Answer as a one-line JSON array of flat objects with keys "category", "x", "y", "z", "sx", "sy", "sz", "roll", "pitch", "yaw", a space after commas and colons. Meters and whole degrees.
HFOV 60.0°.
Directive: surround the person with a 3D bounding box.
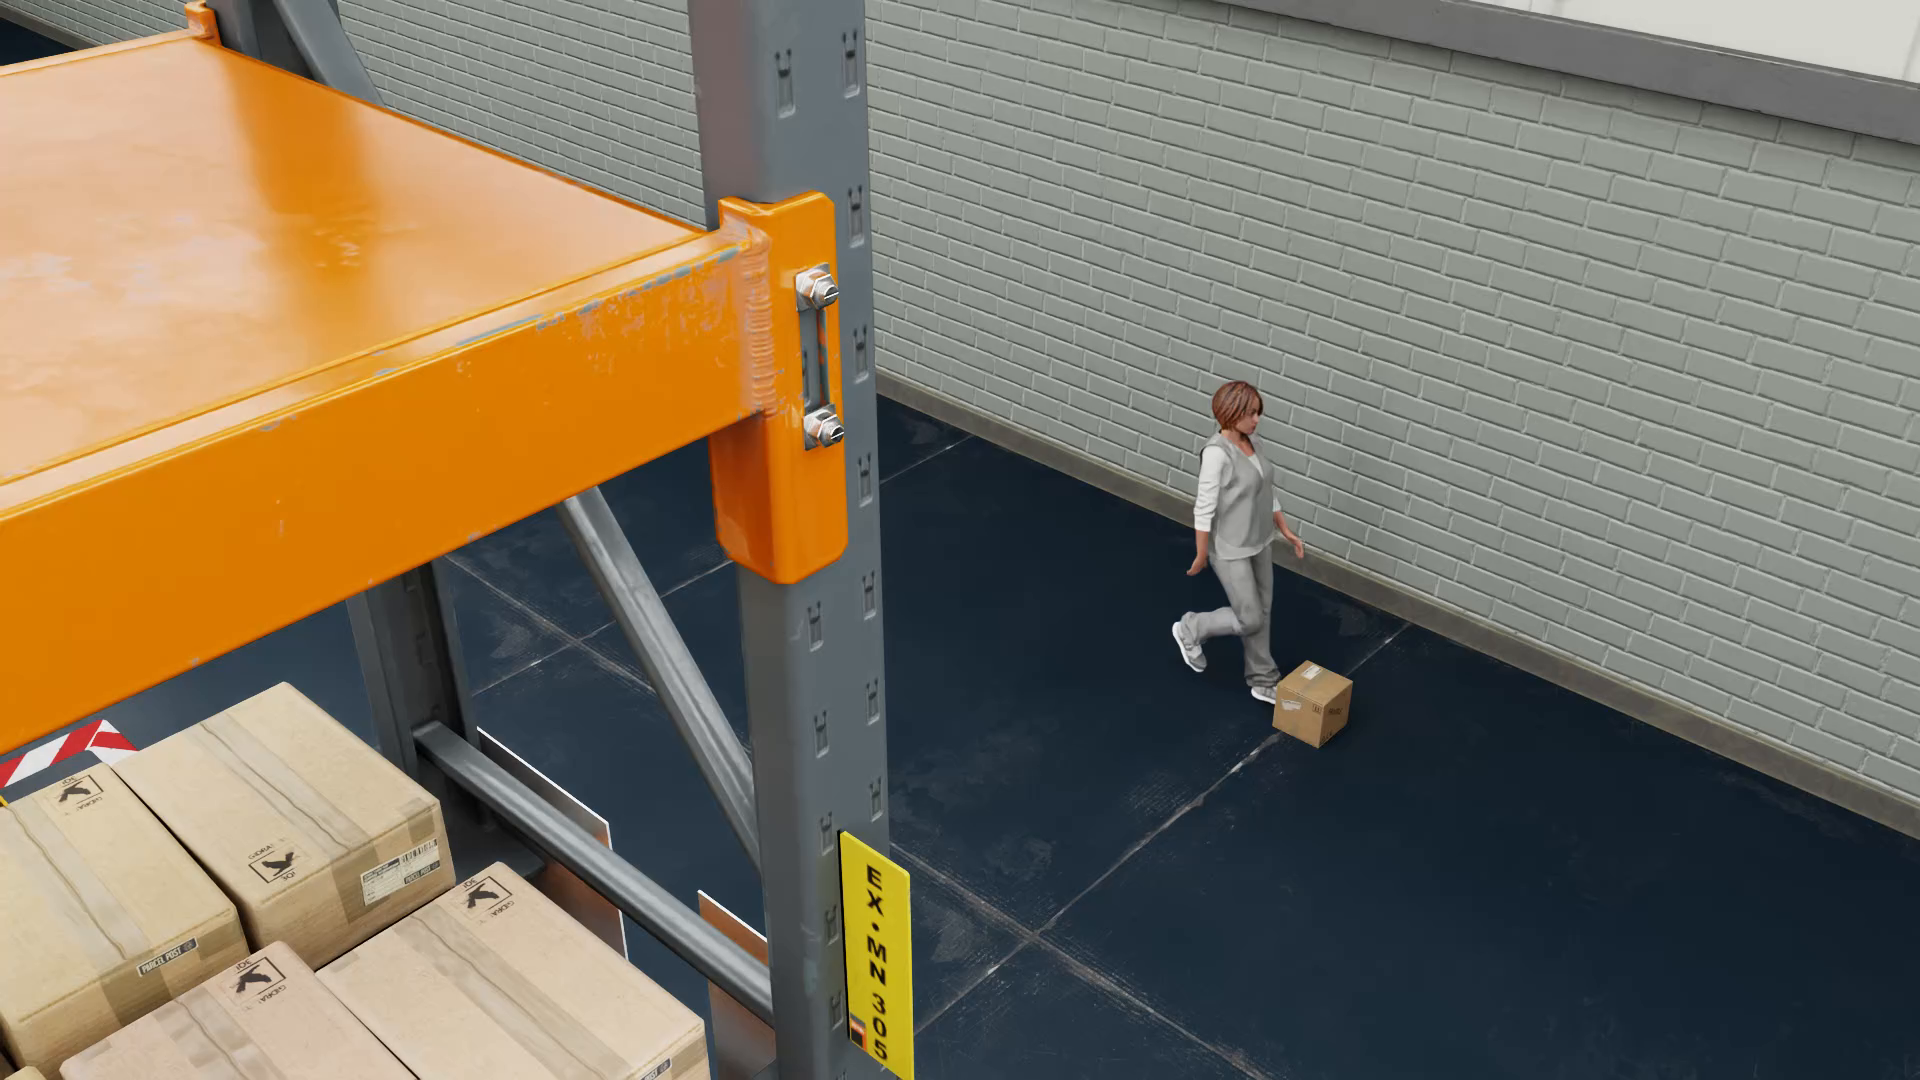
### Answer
[{"category": "person", "x": 1.332, "y": 0.052, "z": 7.573, "sx": 0.682, "sy": 1.557, "sz": 0.458, "roll": 22, "pitch": 38, "yaw": 31}]
